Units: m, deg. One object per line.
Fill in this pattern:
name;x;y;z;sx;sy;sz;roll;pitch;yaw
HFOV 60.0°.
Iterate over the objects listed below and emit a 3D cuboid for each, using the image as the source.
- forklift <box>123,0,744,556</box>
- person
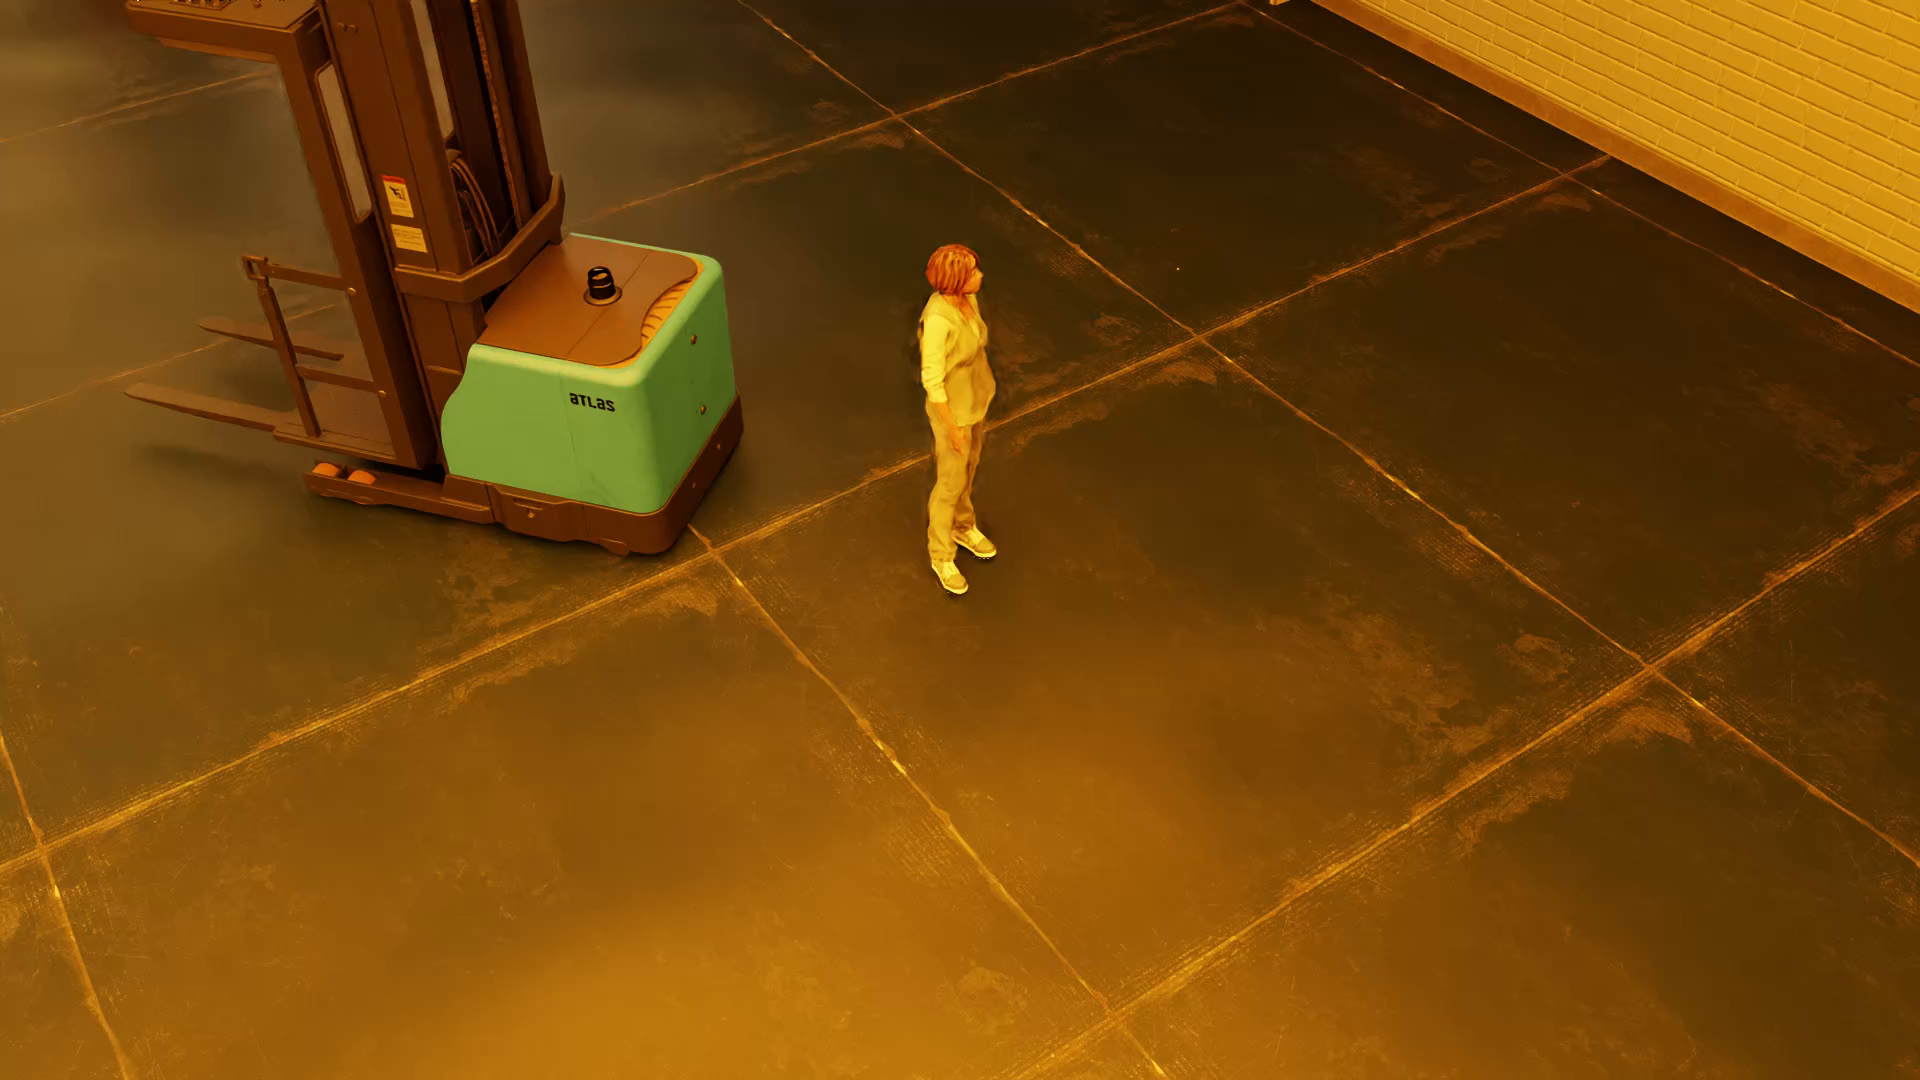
forklift;-2.664;-1.579;7.429;3.031;2.935;1.130;12;44;12
person;0.001;-0.547;7.289;0.355;1.599;0.622;12;44;13
